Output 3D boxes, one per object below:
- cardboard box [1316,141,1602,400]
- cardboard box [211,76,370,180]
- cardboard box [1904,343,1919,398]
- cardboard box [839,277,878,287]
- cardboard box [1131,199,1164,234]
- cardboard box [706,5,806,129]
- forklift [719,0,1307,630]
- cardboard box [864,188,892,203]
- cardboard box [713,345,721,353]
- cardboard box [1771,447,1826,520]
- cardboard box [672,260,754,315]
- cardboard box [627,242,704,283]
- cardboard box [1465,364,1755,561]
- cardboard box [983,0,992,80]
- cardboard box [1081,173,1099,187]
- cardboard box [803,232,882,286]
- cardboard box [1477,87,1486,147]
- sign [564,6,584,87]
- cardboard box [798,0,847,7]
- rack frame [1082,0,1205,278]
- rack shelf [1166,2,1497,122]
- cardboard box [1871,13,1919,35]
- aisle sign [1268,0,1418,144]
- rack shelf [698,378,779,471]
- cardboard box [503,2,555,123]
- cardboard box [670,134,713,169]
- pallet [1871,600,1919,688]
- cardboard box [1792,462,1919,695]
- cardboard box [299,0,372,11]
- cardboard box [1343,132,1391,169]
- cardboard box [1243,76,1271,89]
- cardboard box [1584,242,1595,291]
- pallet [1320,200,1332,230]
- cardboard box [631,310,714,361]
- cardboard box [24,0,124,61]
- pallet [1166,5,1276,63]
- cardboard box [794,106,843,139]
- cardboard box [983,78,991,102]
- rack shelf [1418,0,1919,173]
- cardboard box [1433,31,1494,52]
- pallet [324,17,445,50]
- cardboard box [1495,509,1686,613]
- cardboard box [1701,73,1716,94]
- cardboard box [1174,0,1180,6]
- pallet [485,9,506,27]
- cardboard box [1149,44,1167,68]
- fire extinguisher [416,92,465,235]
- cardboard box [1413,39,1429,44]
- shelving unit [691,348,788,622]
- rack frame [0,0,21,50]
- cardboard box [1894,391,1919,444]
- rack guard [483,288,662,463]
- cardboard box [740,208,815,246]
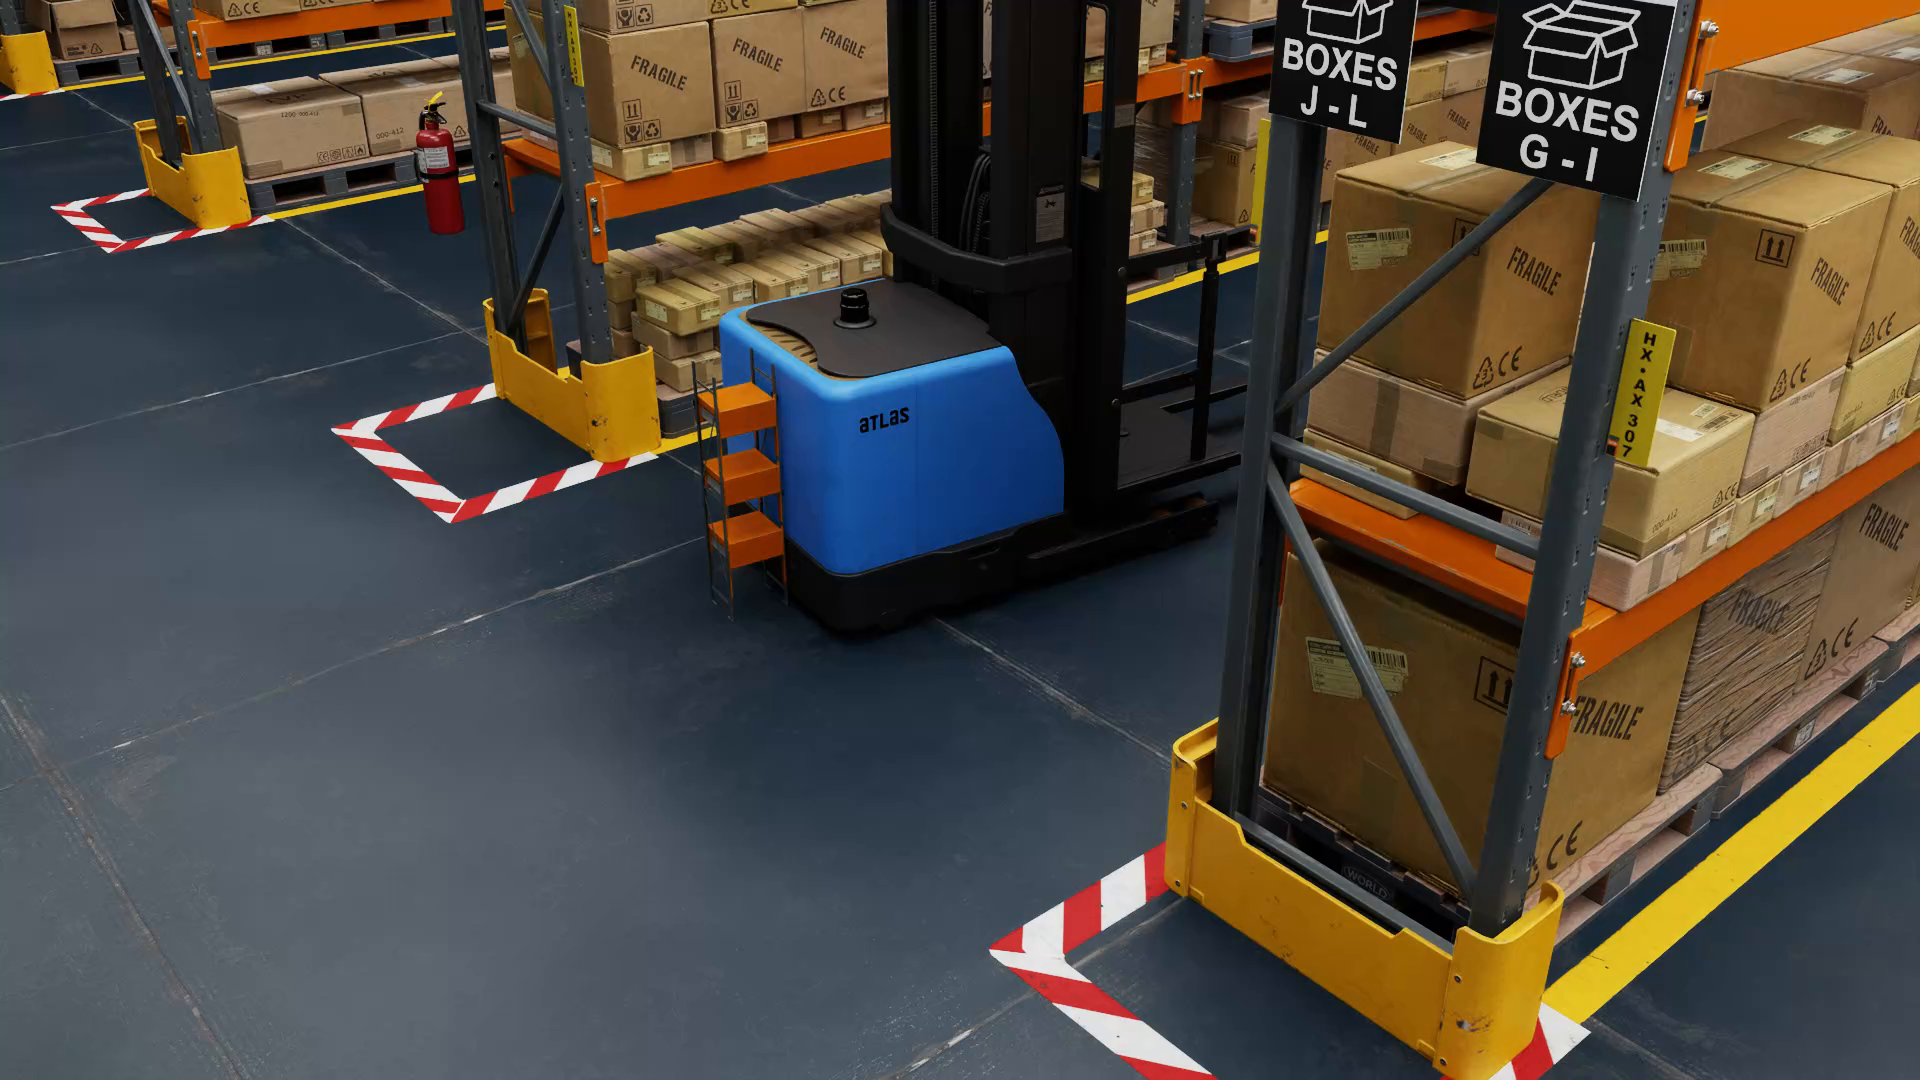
[{"bbox_3d":[1.344,-0.745,4.510,0.500,0.500,0.500,-21,35,-34],"label":"cardboard box"},{"bbox_3d":[-4.851,-2.952,11.865,0.875,0.438,0.875,-23,36,-37],"label":"cardboard box"},{"bbox_3d":[2.854,-0.696,5.214,0.500,0.250,0.500,-23,36,-36],"label":"cardboard box"},{"bbox_3d":[-0.654,-1.368,8.890,0.250,0.149,0.380,-24,36,-37],"label":"cardboard box"},{"bbox_3d":[1.011,-1.988,10.051,0.250,0.149,0.380,-21,35,-34],"label":"cardboard box"},{"bbox_3d":[-1.087,-2.302,7.953,0.500,0.500,0.500,-22,35,-35],"label":"cardboard box"},{"bbox_3d":[0.532,-1.452,6.857,3.031,2.935,1.130,-17,32,-28],"label":"forklift"},{"bbox_3d":[-0.344,-1.891,9.553,0.250,0.149,0.380,-24,36,-37],"label":"cardboard box"},{"bbox_3d":[-1.246,-0.998,8.515,0.250,0.149,0.380,-22,35,-35],"label":"cardboard box"},{"bbox_3d":[2.215,-0.223,4.752,0.250,0.149,0.380,-23,35,-36],"label":"cardboard box"},{"bbox_3d":[-1.248,-1.272,8.395,0.250,0.149,0.380,-21,35,-34],"label":"cardboard box"},{"bbox_3d":[-1.532,-1.415,8.663,0.250,0.149,0.380,-21,35,-34],"label":"cardboard box"},{"bbox_3d":[1.684,-0.221,4.325,0.500,0.250,0.500,-23,36,-36],"label":"cardboard box"},{"bbox_3d":[0.085,-2.755,8.801,0.500,0.500,0.500,-22,35,-35],"label":"cardboard box"},{"bbox_3d":[0.774,-2.035,9.823,0.250,0.149,0.380,-21,35,-34],"label":"cardboard box"},{"bbox_3d":[-0.621,-1.490,8.803,0.250,0.149,0.380,-20,34,-33],"label":"cardboard box"},{"bbox_3d":[3.757,-3.150,12.169,0.500,0.500,0.500,-22,35,-35],"label":"cardboard box"},{"bbox_3d":[-1.646,-2.103,7.084,0.005,0.325,0.100,-22,35,-35],"label":"sign"},{"bbox_3d":[-0.694,-2.882,7.977,0.500,0.500,0.500,-23,36,-36],"label":"cardboard box"},{"bbox_3d":[1.045,-3.139,9.942,0.127,3.000,1.000,-22,35,-35],"label":"rack frame"},{"bbox_3d":[2.566,-3.434,11.256,4.000,0.370,1.077,-22,35,-35],"label":"rack shelf"},{"bbox_3d":[3.657,-1.671,6.242,0.500,0.500,0.500,-22,35,-35],"label":"cardboard box"},{"bbox_3d":[0.895,-1.338,3.813,0.004,0.787,0.394,-22,35,-35],"label":"aisle sign"},{"bbox_3d":[-0.857,-0.448,6.395,0.240,0.259,0.215,-17,32,-28],"label":"rack shelf"},{"bbox_3d":[-1.823,-2.321,7.988,0.500,0.500,0.500,-21,35,-34],"label":"cardboard box"},{"bbox_3d":[-1.372,-1.879,7.850,0.250,0.149,0.380,-20,34,-33],"label":"cardboard box"},{"bbox_3d":[3.558,0.105,6.830,1.213,0.211,1.003,-22,35,-35],"label":"pallet"},{"bbox_3d":[2.948,-0.129,6.118,0.875,0.875,0.875,-22,35,-35],"label":"cardboard box"},{"bbox_3d":[-4.370,-3.912,11.282,0.500,0.500,0.500,-22,35,-36],"label":"cardboard box"},{"bbox_3d":[2.570,-2.680,11.290,0.500,0.500,0.500,-21,35,-34],"label":"cardboard box"},{"bbox_3d":[2.182,-2.848,10.807,0.500,0.250,0.500,-21,34,-34],"label":"cardboard box"},{"bbox_3d":[2.114,-0.725,5.268,0.500,0.250,0.500,-23,36,-37],"label":"cardboard box"},{"bbox_3d":[2.565,-2.523,11.747,1.213,0.211,1.003,-22,35,-35],"label":"pallet"},{"bbox_3d":[-1.433,-1.043,8.282,0.250,0.149,0.380,-20,34,-33],"label":"cardboard box"},{"bbox_3d":[-7.986,-4.675,15.019,0.637,0.503,0.797,-24,36,-37],"label":"cardboard box"},{"bbox_3d":[1.721,-3.236,10.327,1.213,0.211,1.003,-22,35,-35],"label":"pallet"},{"bbox_3d":[-0.802,-2.145,8.347,0.250,0.149,0.380,-22,35,-35],"label":"cardboard box"},{"bbox_3d":[-0.016,-2.456,8.930,0.250,0.149,0.380,-23,35,-36],"label":"cardboard box"},{"bbox_3d":[2.666,-1.724,4.873,4.000,0.370,1.077,-22,35,-35],"label":"rack shelf"},{"bbox_3d":[3.738,-3.473,11.977,0.500,0.250,0.500,-23,36,-36],"label":"cardboard box"},{"bbox_3d":[-5.993,-5.222,16.798,1.213,0.211,1.003,-22,35,-35],"label":"pallet"},{"bbox_3d":[1.628,0.014,4.307,0.250,0.149,0.380,-21,35,-34],"label":"cardboard box"},{"bbox_3d":[5.981,-4.264,13.987,0.750,0.750,1.050,-22,35,-35],"label":"cardboard box"},{"bbox_3d":[1.218,-3.406,10.262,0.250,0.149,0.380,-23,36,-36],"label":"cardboard box"},{"bbox_3d":[-4.875,-5.694,17.681,1.213,0.211,1.003,-22,35,-35],"label":"pallet"},{"bbox_3d":[0.979,-2.857,9.680,0.250,0.149,0.380,-22,35,-35],"label":"cardboard box"},{"bbox_3d":[-2.489,-1.805,7.923,0.183,0.674,0.296,-22,35,-35],"label":"fire extinguisher"},{"bbox_3d":[3.020,-3.497,12.022,0.500,0.250,0.500,-22,35,-35],"label":"cardboard box"},{"bbox_3d":[-0.857,-0.207,6.523,0.252,1.050,0.215,-17,32,-28],"label":"shelving unit"},{"bbox_3d":[-8.512,-5.438,14.243,0.127,3.000,1.000,-22,35,-35],"label":"rack frame"},{"bbox_3d":[2.798,-0.457,5.188,0.250,0.149,0.380,-23,36,-36],"label":"cardboard box"},{"bbox_3d":[-1.940,-0.836,8.284,0.348,0.500,1.175,-22,35,-35],"label":"rack guard"},{"bbox_3d":[-1.011,-1.698,9.193,0.250,0.149,0.380,-20,34,-33],"label":"cardboard box"}]
